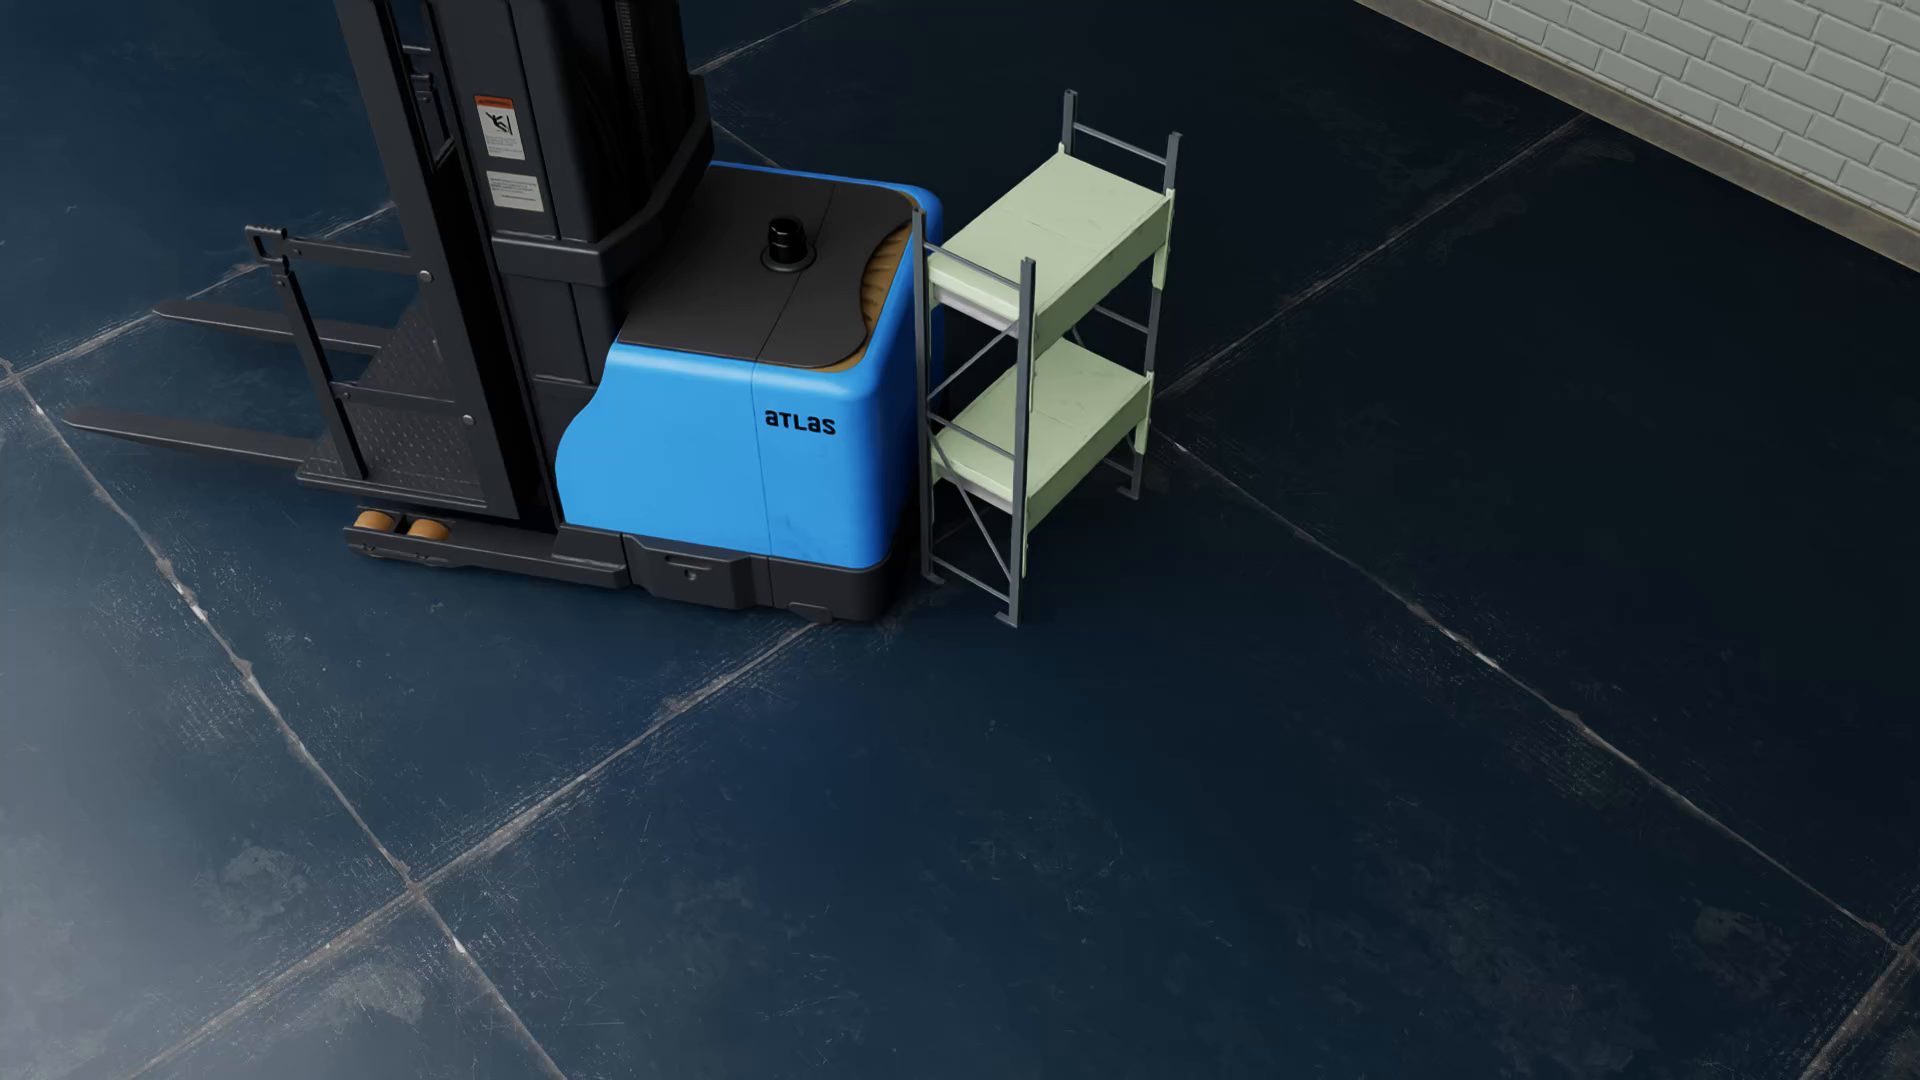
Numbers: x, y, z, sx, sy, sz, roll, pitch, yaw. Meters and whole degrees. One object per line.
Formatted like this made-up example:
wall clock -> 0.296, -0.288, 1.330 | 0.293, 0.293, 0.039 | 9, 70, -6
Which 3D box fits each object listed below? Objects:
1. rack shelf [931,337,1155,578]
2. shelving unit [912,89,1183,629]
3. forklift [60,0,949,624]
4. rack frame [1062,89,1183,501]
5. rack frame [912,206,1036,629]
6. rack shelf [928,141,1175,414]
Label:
rack shelf -> 0.255, -0.304, 5.454 | 0.431, 0.370, 0.720 | 29, 54, 24
shelving unit -> 0.255, -0.525, 5.214 | 0.431, 1.500, 0.755 | 29, 54, 24
forklift -> -1.611, -1.274, 4.931 | 3.031, 2.935, 1.130 | 9, 48, 8
rack frame -> 0.476, -0.740, 5.412 | 0.400, 1.500, 0.023 | 29, 54, 24
rack frame -> 0.035, -0.310, 5.016 | 0.400, 1.500, 0.023 | 29, 54, 24
rack shelf -> 0.255, -0.790, 4.927 | 0.431, 0.370, 0.720 | 29, 54, 24
